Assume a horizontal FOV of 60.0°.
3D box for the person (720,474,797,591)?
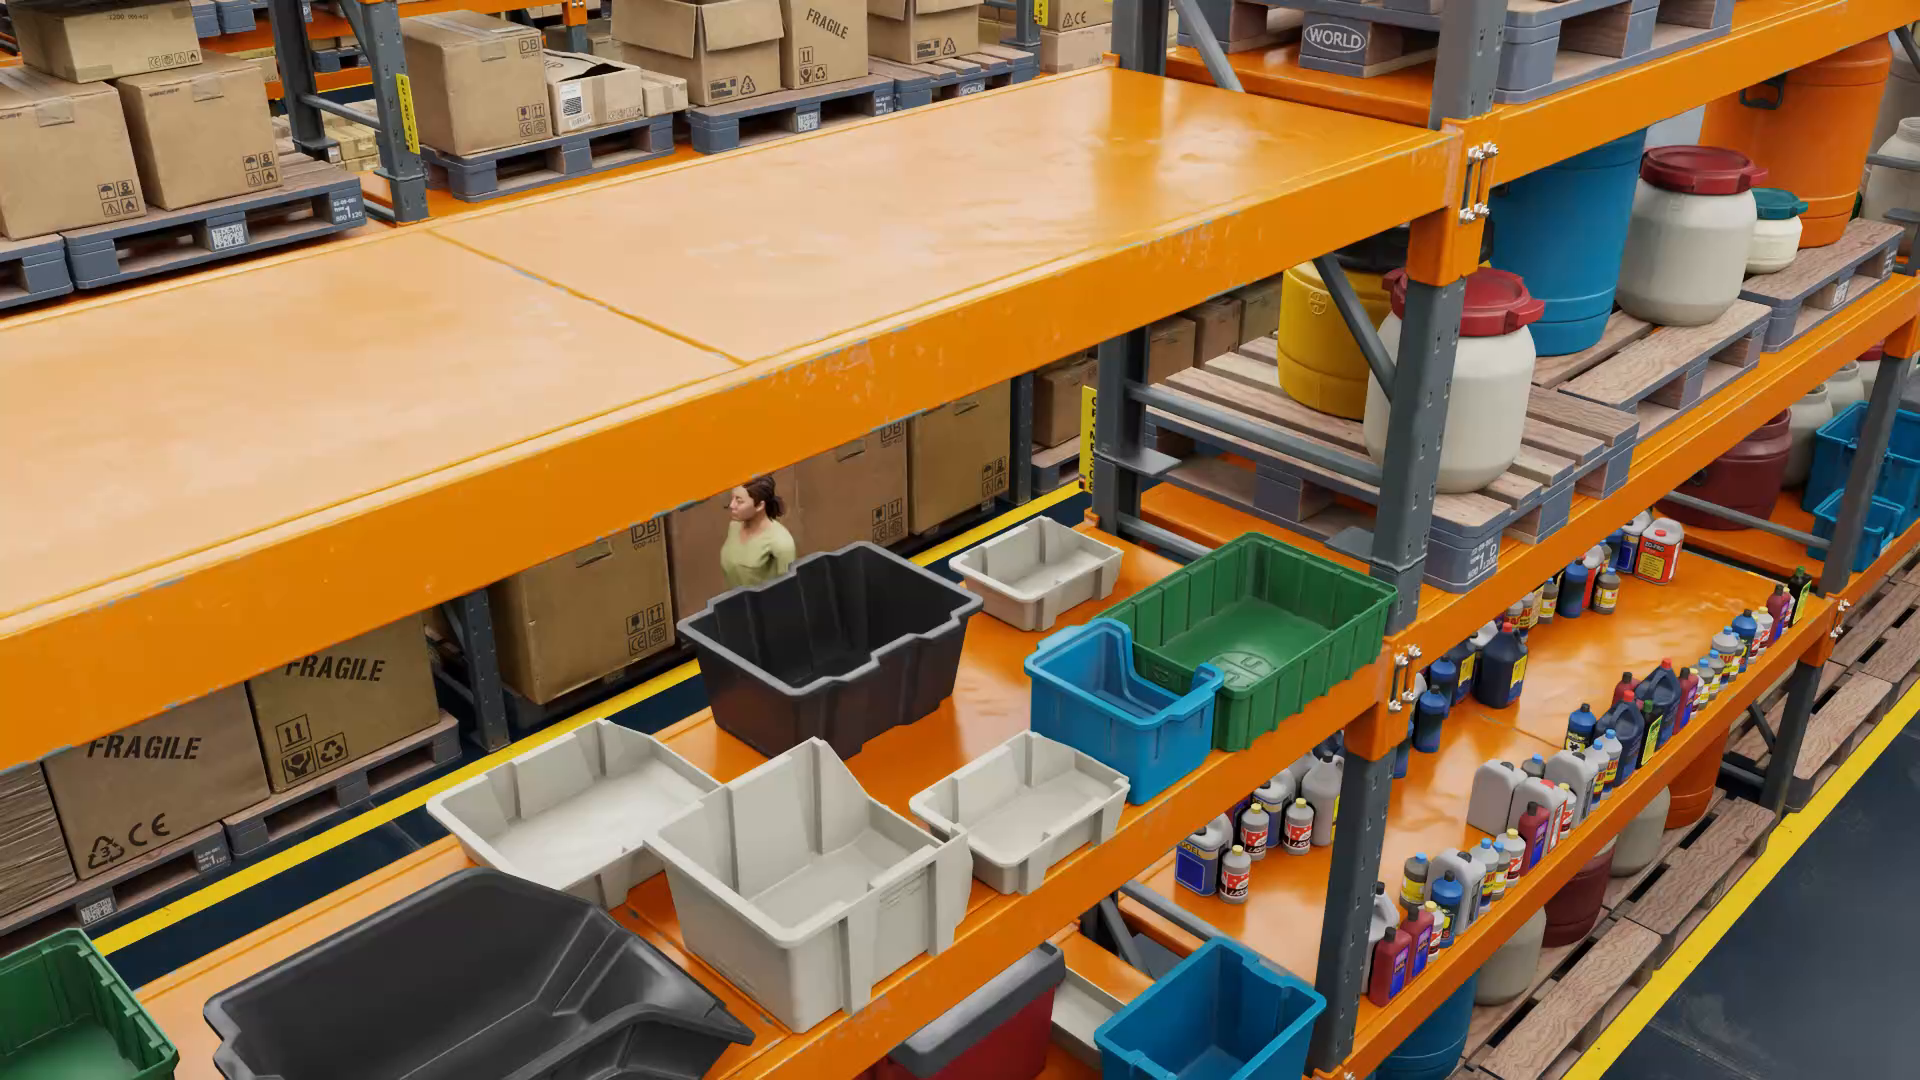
[{"bbox_3d":[-0.949,0.527,8.132,0.466,1.408,0.504,25,37,38],"label":"person"}]
